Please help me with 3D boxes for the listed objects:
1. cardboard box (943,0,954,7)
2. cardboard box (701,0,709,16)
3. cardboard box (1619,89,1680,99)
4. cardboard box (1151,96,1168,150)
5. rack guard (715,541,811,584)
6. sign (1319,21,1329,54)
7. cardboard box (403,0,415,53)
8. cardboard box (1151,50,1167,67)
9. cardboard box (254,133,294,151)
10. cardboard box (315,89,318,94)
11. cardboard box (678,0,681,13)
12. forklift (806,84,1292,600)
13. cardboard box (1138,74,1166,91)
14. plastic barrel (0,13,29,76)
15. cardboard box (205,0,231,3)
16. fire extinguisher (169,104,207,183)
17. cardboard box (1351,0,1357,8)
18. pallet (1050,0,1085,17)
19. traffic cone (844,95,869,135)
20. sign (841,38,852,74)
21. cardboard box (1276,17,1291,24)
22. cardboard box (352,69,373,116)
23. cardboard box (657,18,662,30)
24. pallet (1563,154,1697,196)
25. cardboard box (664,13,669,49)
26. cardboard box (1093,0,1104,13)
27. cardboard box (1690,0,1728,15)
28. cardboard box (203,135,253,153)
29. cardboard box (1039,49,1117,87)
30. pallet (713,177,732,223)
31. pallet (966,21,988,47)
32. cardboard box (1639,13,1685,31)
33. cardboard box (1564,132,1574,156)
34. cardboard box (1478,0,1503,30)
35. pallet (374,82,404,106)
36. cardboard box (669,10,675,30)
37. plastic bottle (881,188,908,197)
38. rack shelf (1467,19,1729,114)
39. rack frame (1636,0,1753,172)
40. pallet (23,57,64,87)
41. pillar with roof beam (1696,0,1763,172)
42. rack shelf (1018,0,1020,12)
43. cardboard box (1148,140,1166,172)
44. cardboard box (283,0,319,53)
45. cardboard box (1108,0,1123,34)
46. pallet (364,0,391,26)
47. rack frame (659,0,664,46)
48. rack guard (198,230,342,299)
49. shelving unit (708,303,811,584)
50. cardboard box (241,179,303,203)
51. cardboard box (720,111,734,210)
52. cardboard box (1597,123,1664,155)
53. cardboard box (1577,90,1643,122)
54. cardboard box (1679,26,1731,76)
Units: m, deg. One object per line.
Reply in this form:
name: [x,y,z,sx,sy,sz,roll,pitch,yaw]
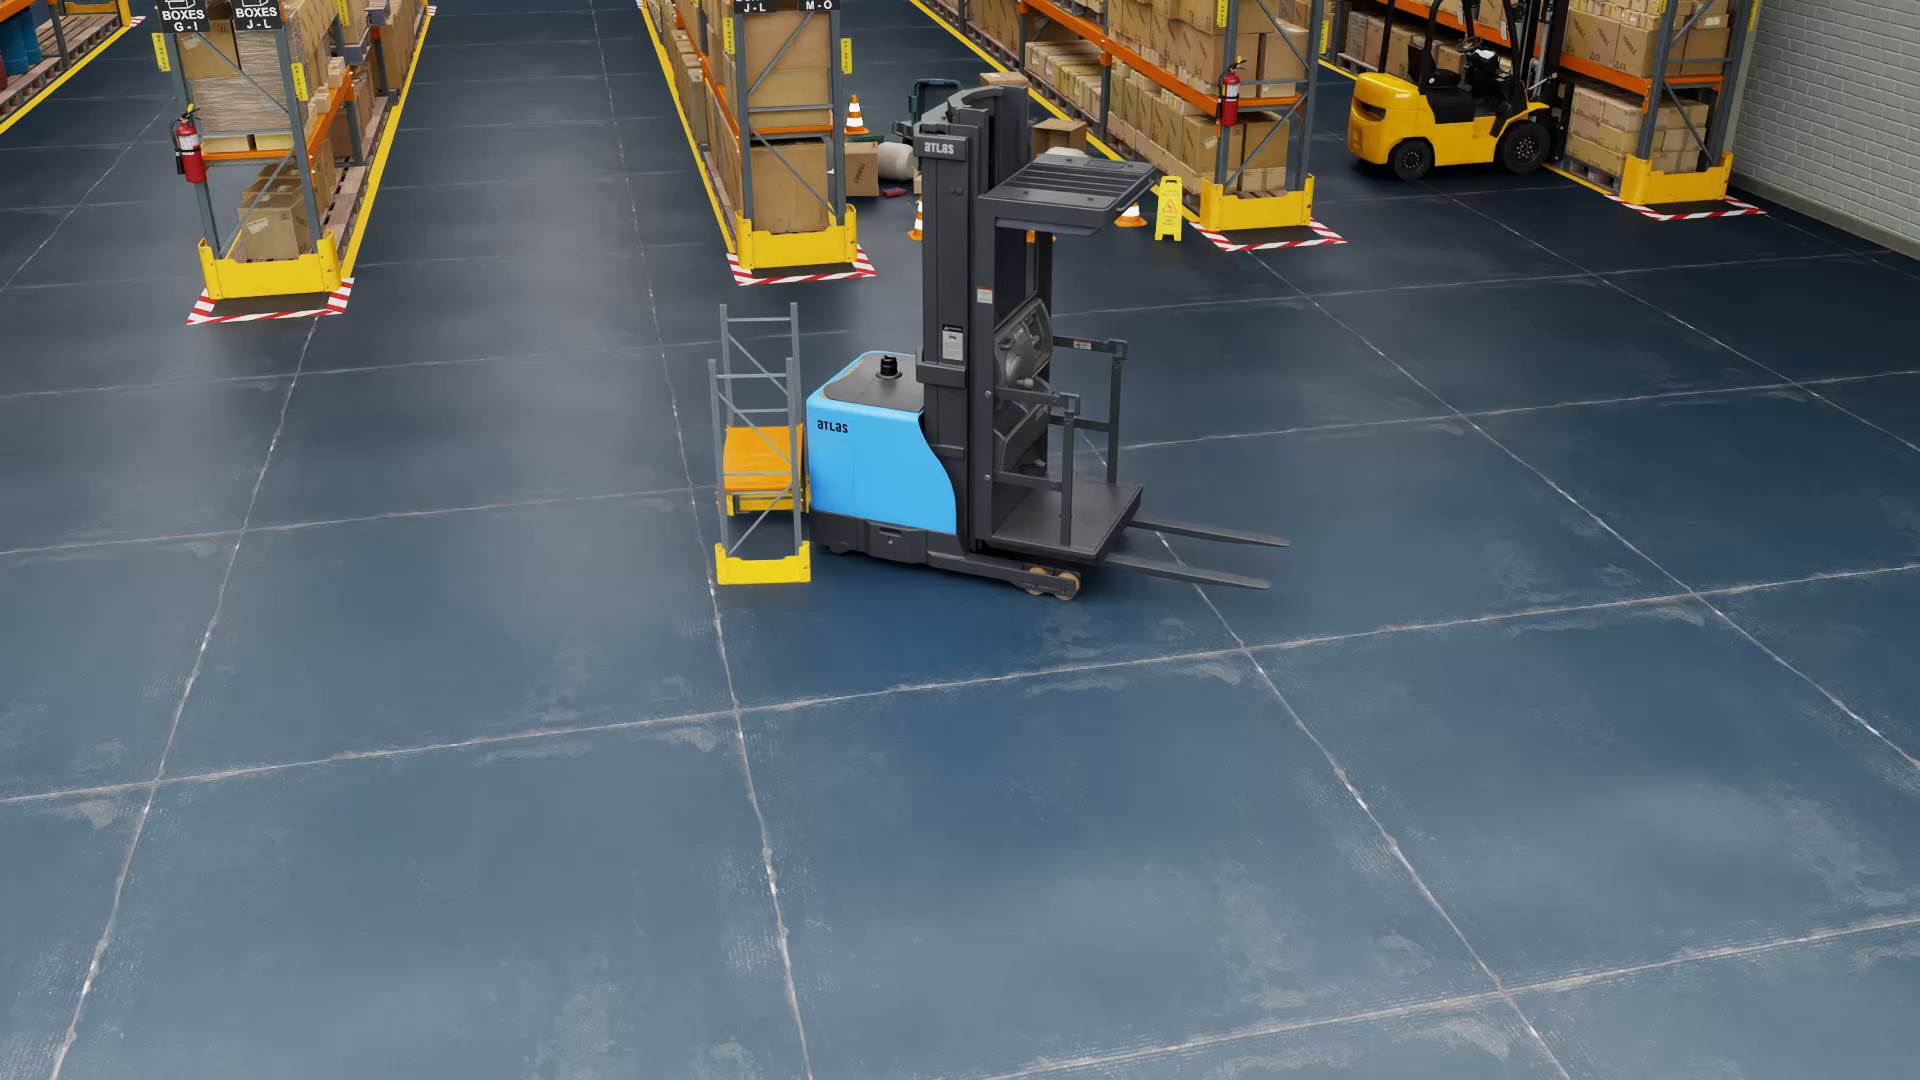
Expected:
cardboard box: [0.228,-9.683,29.329,0.875,0.438,0.875,-7,28,-13]
cardboard box: [-2.480,-6.284,18.853,0.875,0.550,0.550,-6,27,-12]
cardboard box: [7.967,-5.053,19.255,0.500,0.250,0.500,-6,27,-12]
cardboard box: [2.509,-4.763,18.957,0.500,0.500,0.500,-7,28,-13]
rack guard: [-1.246,0.143,10.535,0.587,0.250,0.087,-2,27,-3]
sign: [3.700,-5.133,16.977,0.100,0.325,0.005,-6,27,-12]
cardboard box: [-9.024,-7.914,25.338,1.225,0.875,0.875,-6,27,-11]
cardboard box: [2.392,-5.495,18.932,0.380,0.149,0.250,-6,27,-12]
cardboard box: [-6.315,-3.723,15.422,0.380,0.149,0.250,-6,27,-12]
cardboard box: [-6.745,-4.487,16.937,0.380,0.149,0.250,-6,27,-12]
cardboard box: [-3.476,-7.254,22.028,0.500,0.500,0.500,-6,27,-12]
forklift: [0.580,-1.206,10.233,3.031,2.935,1.130,10,28,19]
cardboard box: [2.291,-5.341,19.383,0.380,0.149,0.250,-4,27,-9]
plastic barrel: [-13.748,-7.150,23.796,0.600,0.901,0.708,-6,27,-12]
cardboard box: [-7.077,-4.964,16.052,0.500,0.500,0.500,-6,27,-12]
fire extinguisher: [-6.907,-3.554,14.895,0.296,0.674,0.183,-6,27,-12]
cardboard box: [6.356,-8.451,26.098,0.380,0.149,0.250,-5,27,-10]
pallet: [1.855,-7.253,22.351,1.003,0.211,1.213,-6,27,-12]
traffic cone: [-1.361,-5.510,21.500,0.336,0.463,0.334,-6,27,-12]
sign: [-1.086,-4.620,15.873,0.100,0.325,0.005,-6,27,-12]
cardboard box: [3.215,-5.332,17.891,0.500,0.500,0.500,-5,27,-10]
cardboard box: [-7.978,-5.744,21.433,0.700,0.500,0.500,-8,28,-16]
cardboard box: [-4.753,-8.465,27.237,0.380,0.149,0.250,-6,27,-11]
pallet: [7.794,-4.284,19.350,1.003,0.211,1.213,-6,27,-12]
cardboard box: [-4.304,-7.901,25.729,0.500,0.500,0.500,-5,27,-9]
cardboard box: [1.885,-6.721,20.896,0.380,0.149,0.250,-6,27,-11]
cardboard box: [8.139,-5.834,18.164,0.380,0.149,0.250,-6,27,-13]
cardboard box: [-6.749,-3.677,15.332,0.380,0.149,0.250,-6,27,-12]
cardboard box: [1.661,-6.646,23.385,0.950,0.372,0.625,-6,27,-13]
pallet: [-2.156,-3.777,18.346,1.003,0.211,1.213,-6,27,-12]
pallet: [0.715,-8.384,27.473,1.003,0.211,1.213,-6,27,-12]
cardboard box: [7.656,-5.655,18.141,0.380,0.149,0.250,-6,27,-11]
cardboard box: [7.386,-4.771,19.806,0.500,0.250,0.500,-6,27,-11]
cardboard box: [6.951,-6.777,21.083,0.500,0.500,0.500,-7,28,-13]
pallet: [-8.391,-6.306,23.357,1.003,0.211,1.213,-6,27,-12]
cardboard box: [-3.965,-7.557,24.216,0.500,0.250,0.500,-6,27,-11]
plastic bottle: [-0.737,-3.943,18.841,0.283,0.061,0.133,-16,31,-29]
rack shelf: [7.556,-5.754,19.967,1.077,0.370,4.000,-6,27,-12]
rack frame: [8.007,-5.197,18.065,1.000,3.000,0.127,-6,27,-12]
pallet: [-13.880,-6.863,24.459,1.003,0.211,1.213,-6,27,-12]
pillar with roof beam: [4.534,-7.836,16.634,9.100,9.000,0.400,-6,27,-12]
rack shelf: [0.918,-8.761,25.923,1.077,0.370,4.000,-6,27,-12]
cardboard box: [2.495,-4.437,19.143,0.500,0.250,0.500,-7,28,-13]
cardboard box: [-6.562,-5.018,16.159,0.500,0.500,0.500,-6,27,-12]
cardboard box: [2.098,-6.404,20.014,0.500,0.500,0.500,-6,27,-12]
pallet: [-8.022,-6.810,21.472,1.213,0.211,1.003,-6,27,-12]
rack frame: [-4.333,-9.413,26.416,1.000,3.000,0.127,-6,27,-12]
rack guard: [-6.501,-2.603,15.699,1.175,0.500,0.348,-6,27,-12]
shelving unit: [-1.278,-0.639,10.697,0.587,1.500,1.083,-2,27,-3]
cardboard box: [-6.776,-3.292,16.597,0.500,0.500,0.500,1,27,2]
cardboard box: [-2.046,-4.061,17.705,0.875,0.875,0.875,-6,27,-12]
cardboard box: [7.593,-4.563,18.838,0.500,0.250,0.500,-6,27,-12]
cardboard box: [7.478,-4.998,19.145,0.500,0.250,0.500,-5,27,-11]
cardboard box: [8.166,-5.488,18.529,0.500,0.500,0.500,-5,27,-10]
